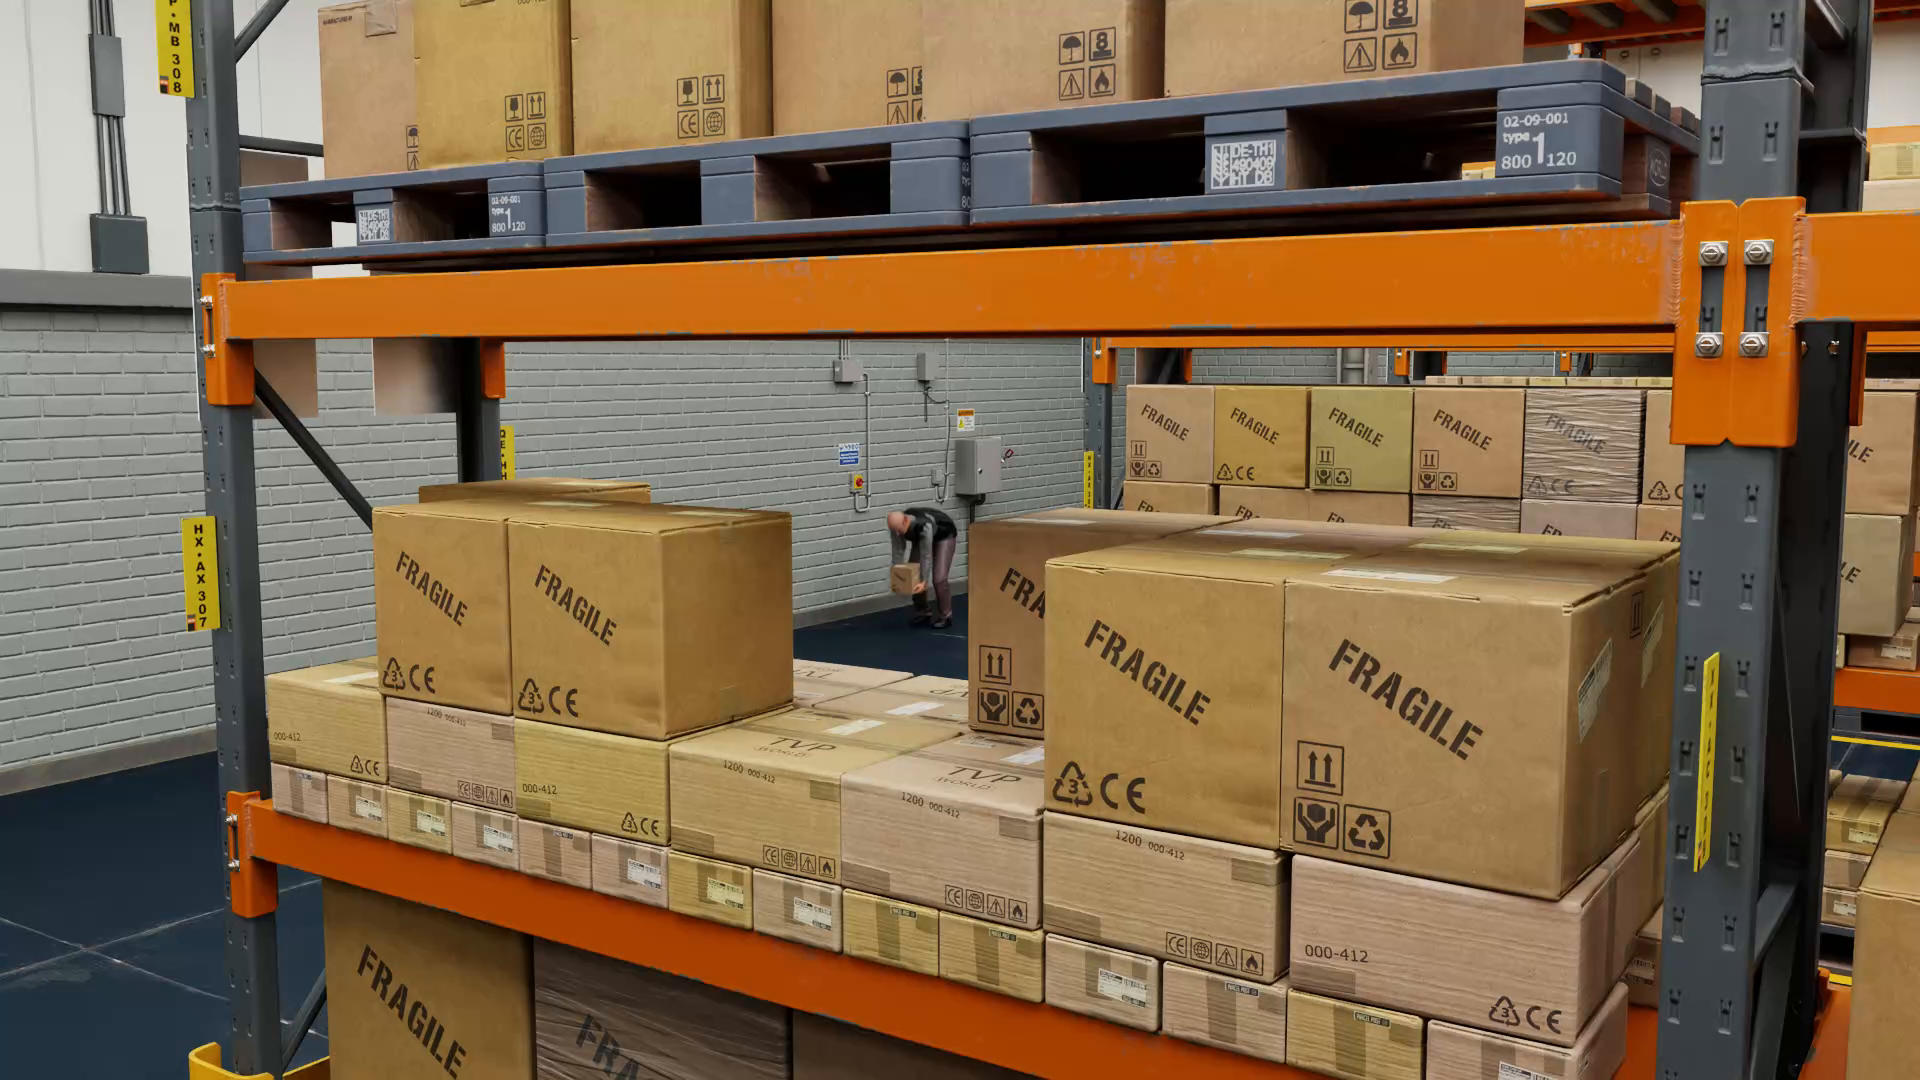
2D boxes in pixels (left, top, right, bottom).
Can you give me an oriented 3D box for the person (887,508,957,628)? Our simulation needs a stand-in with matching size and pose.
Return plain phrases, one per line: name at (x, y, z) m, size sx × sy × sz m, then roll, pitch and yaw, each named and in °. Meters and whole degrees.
person at (-0.396, 0.275, 15.913) m, size 0.461 × 1.171 × 0.948 m, roll 4°, pitch 7°, yaw 32°
